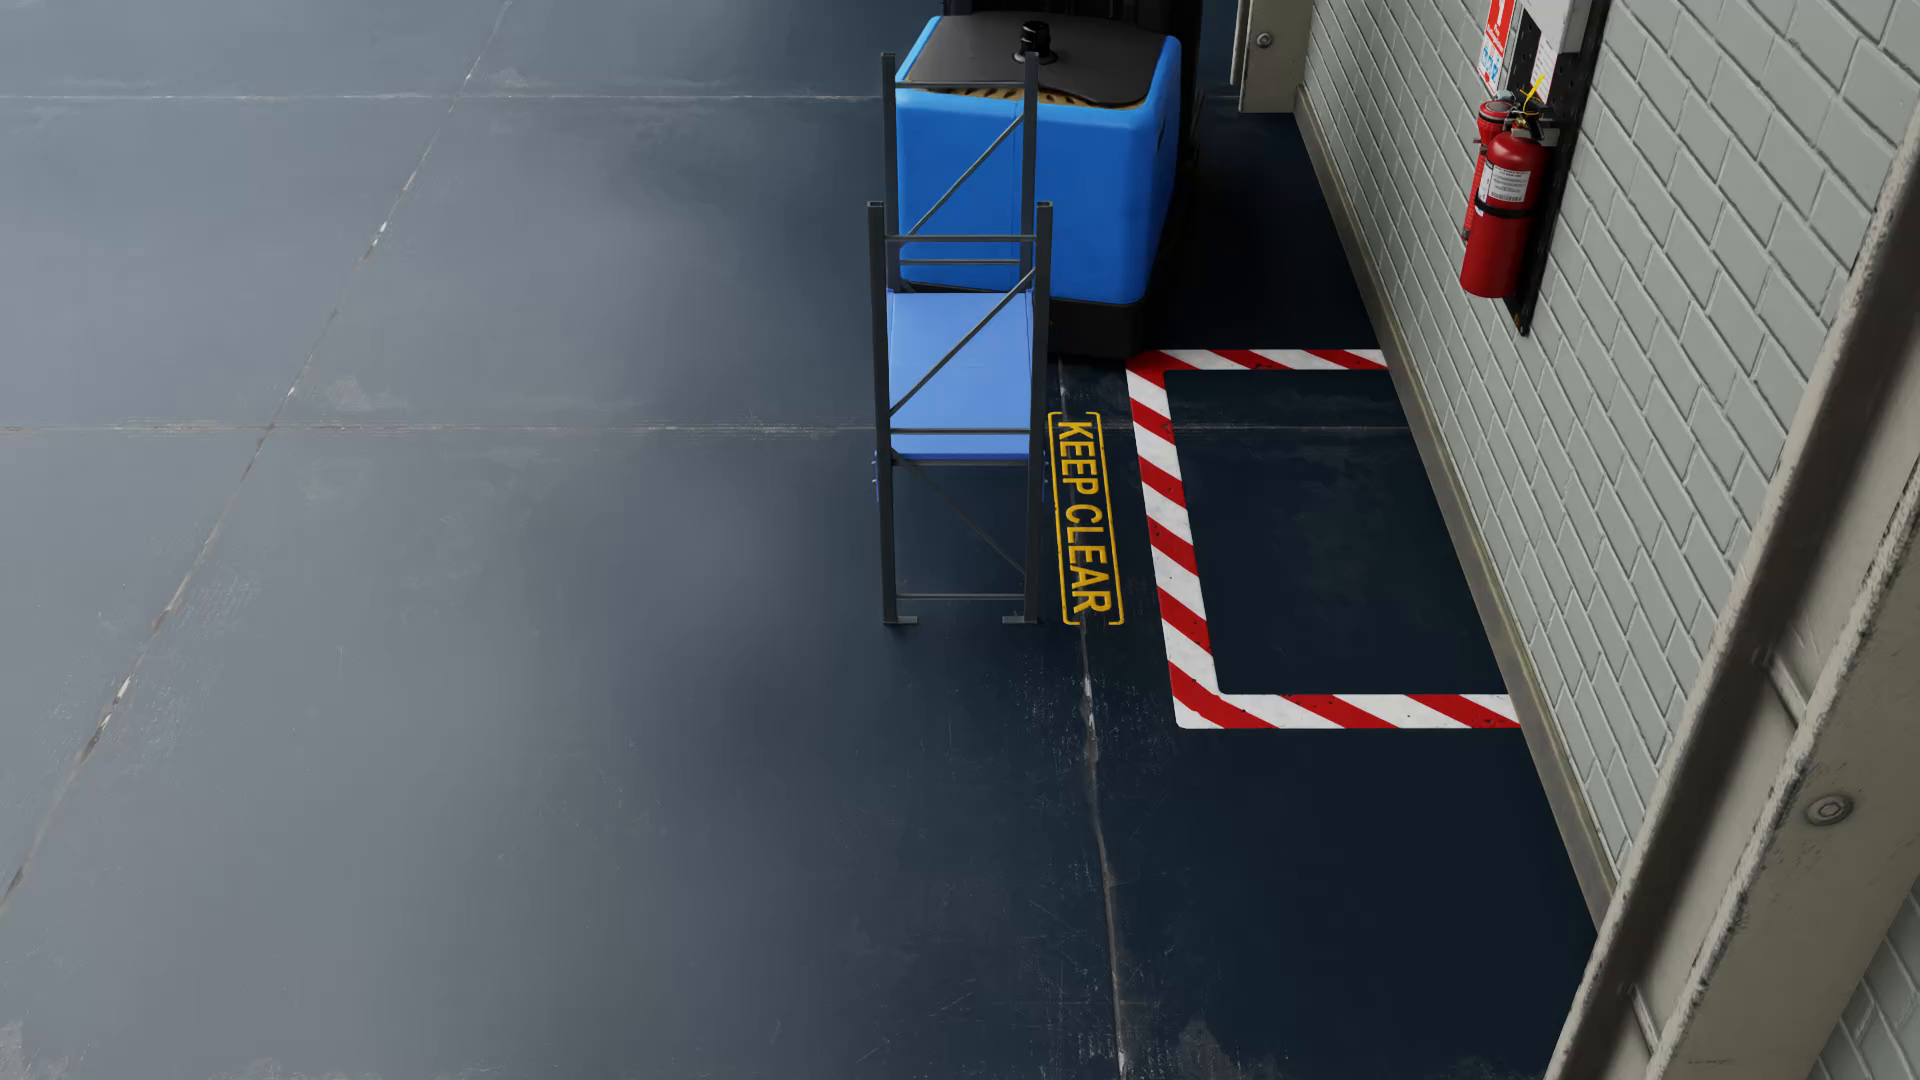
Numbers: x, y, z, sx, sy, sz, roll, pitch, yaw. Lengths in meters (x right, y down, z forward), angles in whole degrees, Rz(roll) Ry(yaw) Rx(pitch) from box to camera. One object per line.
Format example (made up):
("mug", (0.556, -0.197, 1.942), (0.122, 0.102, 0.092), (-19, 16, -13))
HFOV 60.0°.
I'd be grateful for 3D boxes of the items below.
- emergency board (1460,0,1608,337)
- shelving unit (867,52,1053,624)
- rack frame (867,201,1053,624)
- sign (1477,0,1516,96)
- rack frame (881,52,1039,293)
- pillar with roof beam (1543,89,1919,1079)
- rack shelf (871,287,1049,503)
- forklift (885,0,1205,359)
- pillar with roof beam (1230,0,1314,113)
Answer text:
("emergency board", (1.621, -1.264, 4.929), (0.194, 1.169, 0.643), (0, 39, 0))
("shelving unit", (0.000, -0.639, 5.348), (0.538, 1.500, 1.048), (0, 39, 0))
("rack frame", (0.000, -0.321, 4.951), (0.500, 1.500, 0.032), (0, 39, 0))
("sign", (1.724, -1.624, 5.349), (0.001, 0.329, 0.234), (0, 39, 0))
("rack frame", (-0.001, -0.956, 5.744), (0.500, 1.500, 0.032), (0, 39, 0))
("pillar with roof beam", (-2.719, -2.057, 1.121), (9.100, 9.000, 0.400), (0, 39, 0))
("rack shelf", (0.000, -0.498, 5.460), (0.538, 0.185, 1.000), (0, 39, 0))
("forklift", (0.522, -2.777, 6.872), (1.130, 2.935, 3.031), (8, 39, 10))
("pillar with roof beam", (-2.726, -5.809, 5.803), (9.100, 9.000, 0.400), (0, 39, 0))
